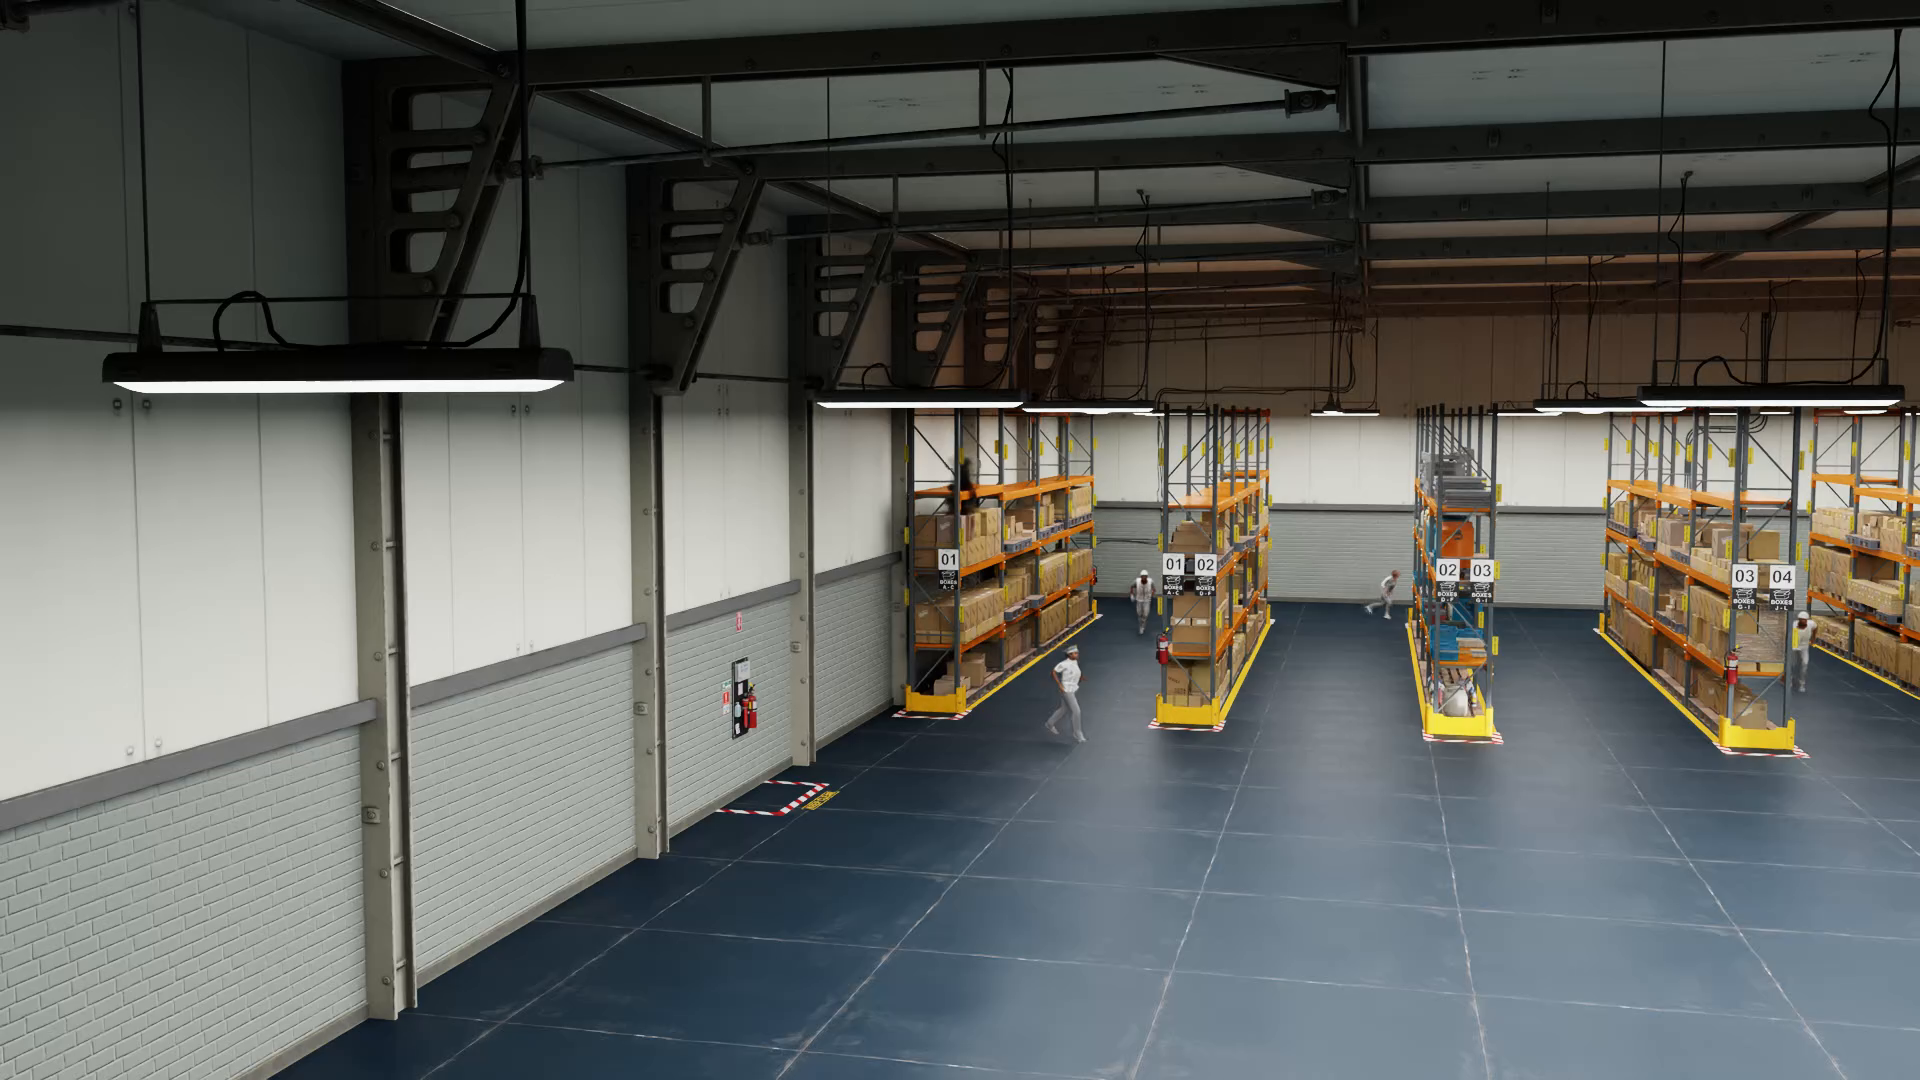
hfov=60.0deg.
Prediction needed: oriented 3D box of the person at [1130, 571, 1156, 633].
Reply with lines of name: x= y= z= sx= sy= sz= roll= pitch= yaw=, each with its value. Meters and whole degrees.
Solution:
person: x=4.906 y=1.647 z=44.508 sx=0.674 sy=1.705 sz=0.758 roll=0 pitch=4 yaw=0

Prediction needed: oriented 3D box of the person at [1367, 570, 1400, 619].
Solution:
person: x=12.165 y=1.546 z=47.762 sx=0.965 sy=1.422 sz=0.534 roll=4 pitch=6 yaw=42

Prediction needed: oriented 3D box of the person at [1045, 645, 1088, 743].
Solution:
person: x=1.887 y=2.723 z=29.620 sx=0.891 sy=1.738 sz=0.610 roll=2 pitch=5 yaw=29

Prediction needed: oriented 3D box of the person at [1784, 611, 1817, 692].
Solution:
person: x=17.773 y=2.327 z=35.332 sx=0.746 sy=1.715 sz=1.047 roll=0 pitch=4 yaw=2
